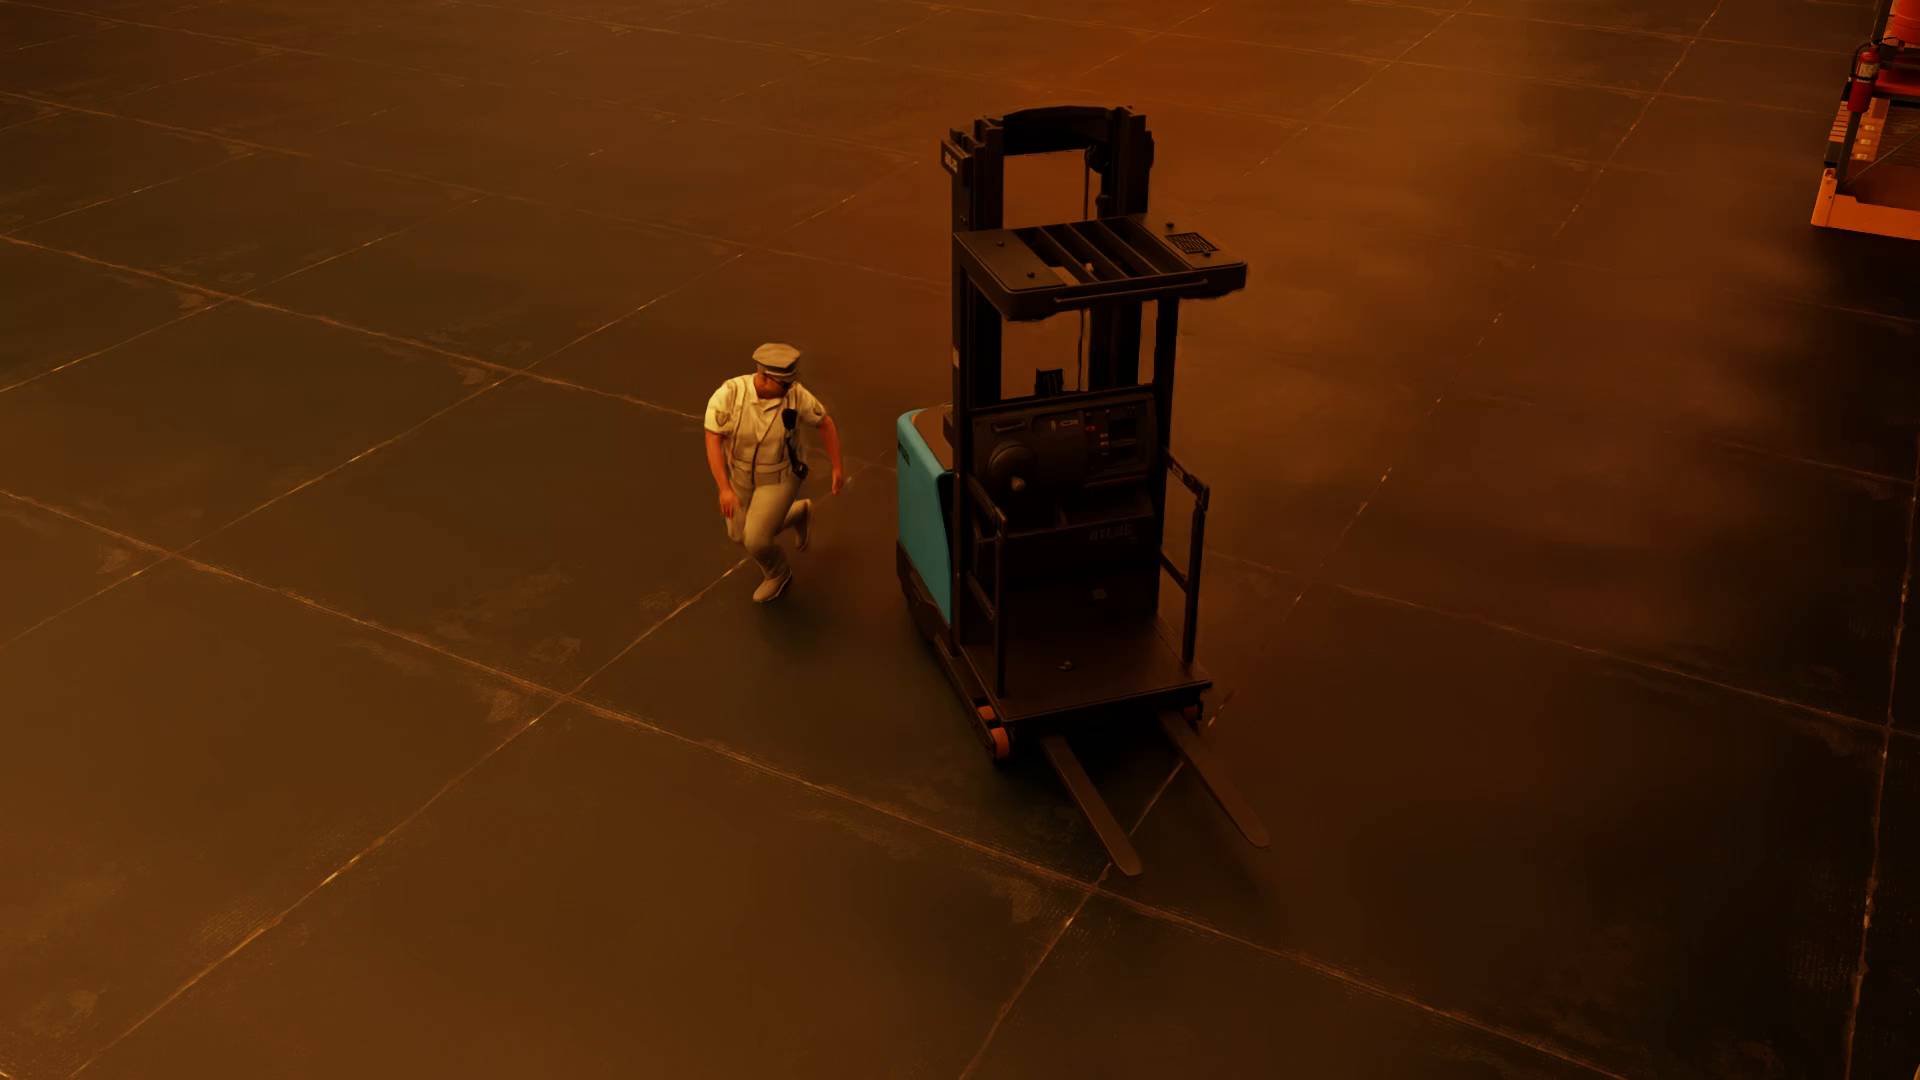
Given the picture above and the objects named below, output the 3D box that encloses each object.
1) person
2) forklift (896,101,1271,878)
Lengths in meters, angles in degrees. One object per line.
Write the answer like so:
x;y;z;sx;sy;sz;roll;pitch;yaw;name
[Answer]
-0.999;-0.410;9.237;0.654;1.531;0.830;9;31;16;person
0.575;-0.414;7.788;1.130;2.935;3.031;-9;31;-15;forklift
